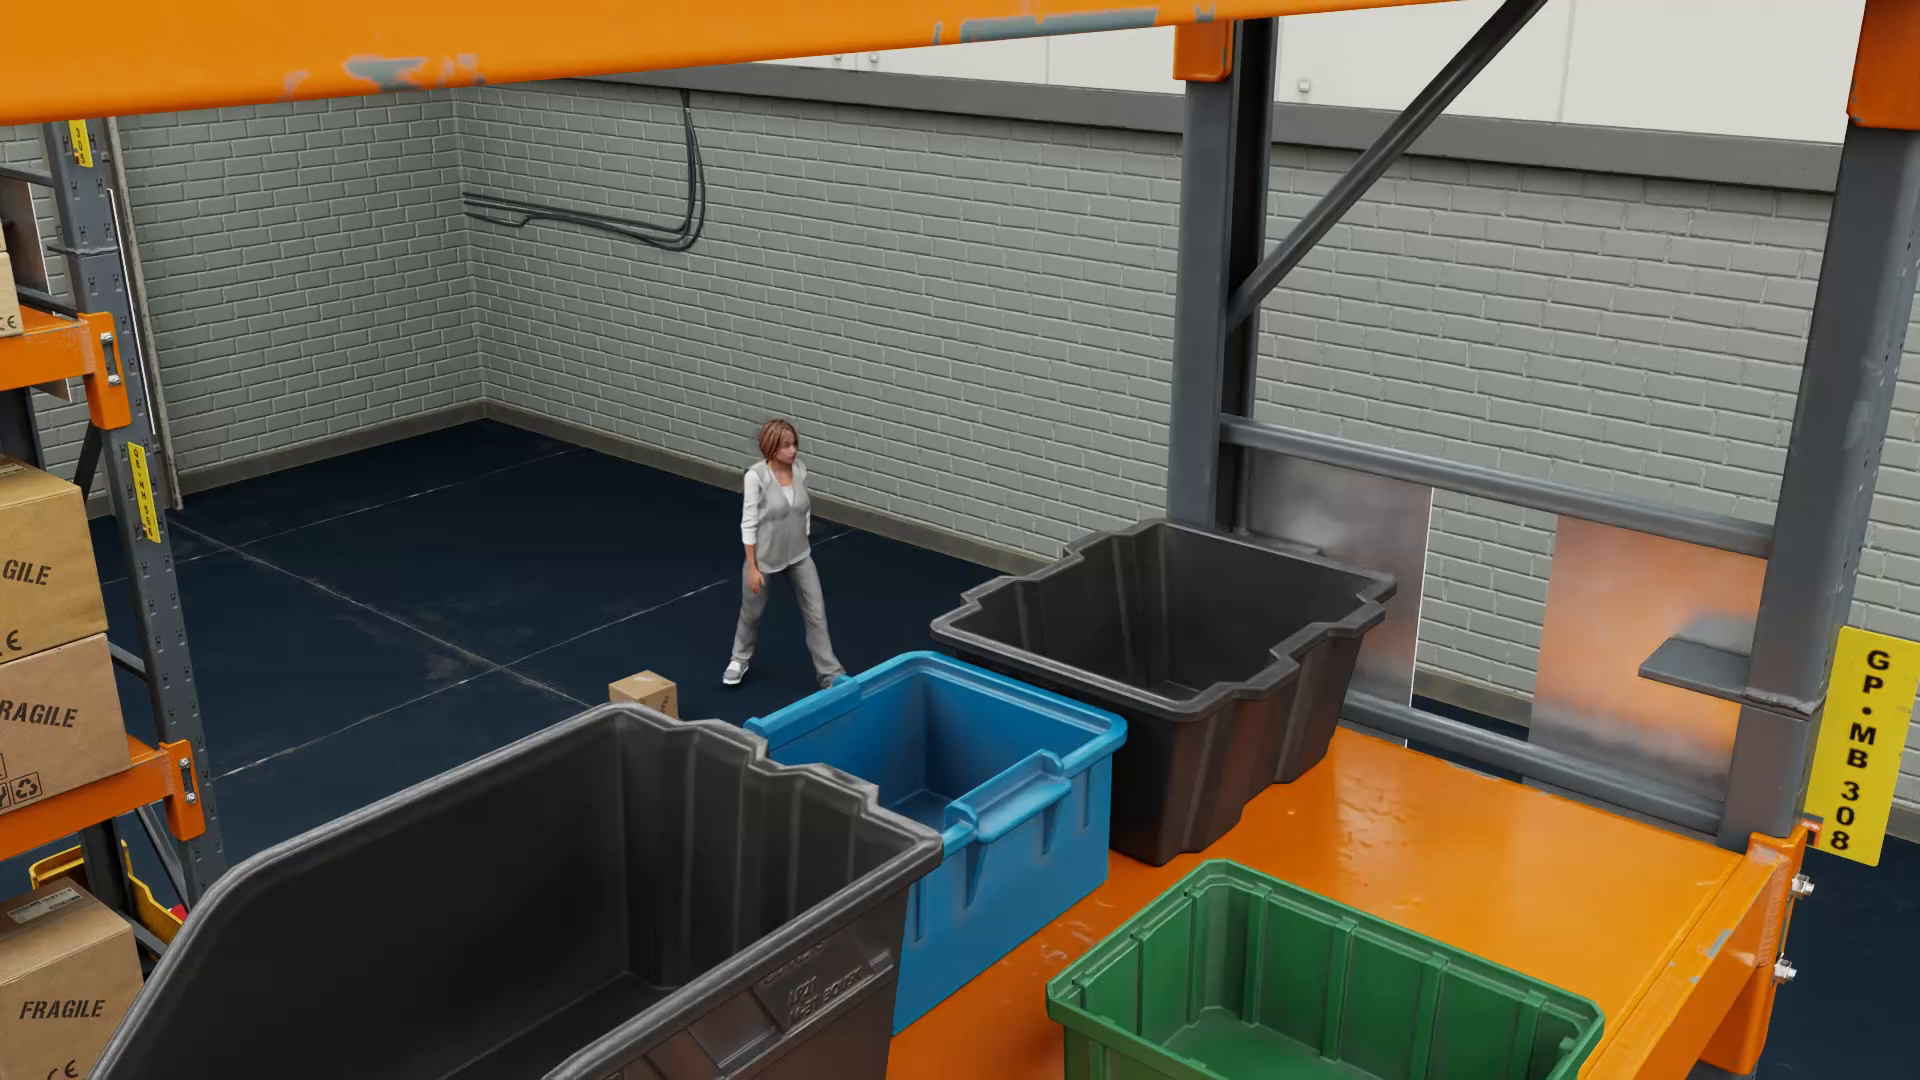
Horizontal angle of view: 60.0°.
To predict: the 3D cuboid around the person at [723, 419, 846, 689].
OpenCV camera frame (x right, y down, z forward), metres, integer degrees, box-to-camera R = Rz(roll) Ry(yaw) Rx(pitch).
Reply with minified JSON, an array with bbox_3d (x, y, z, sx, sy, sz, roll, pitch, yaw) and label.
[{"bbox_3d":[-0.936,0.106,8.812,0.554,1.537,0.815,-13,24,-31],"label":"person"}]
